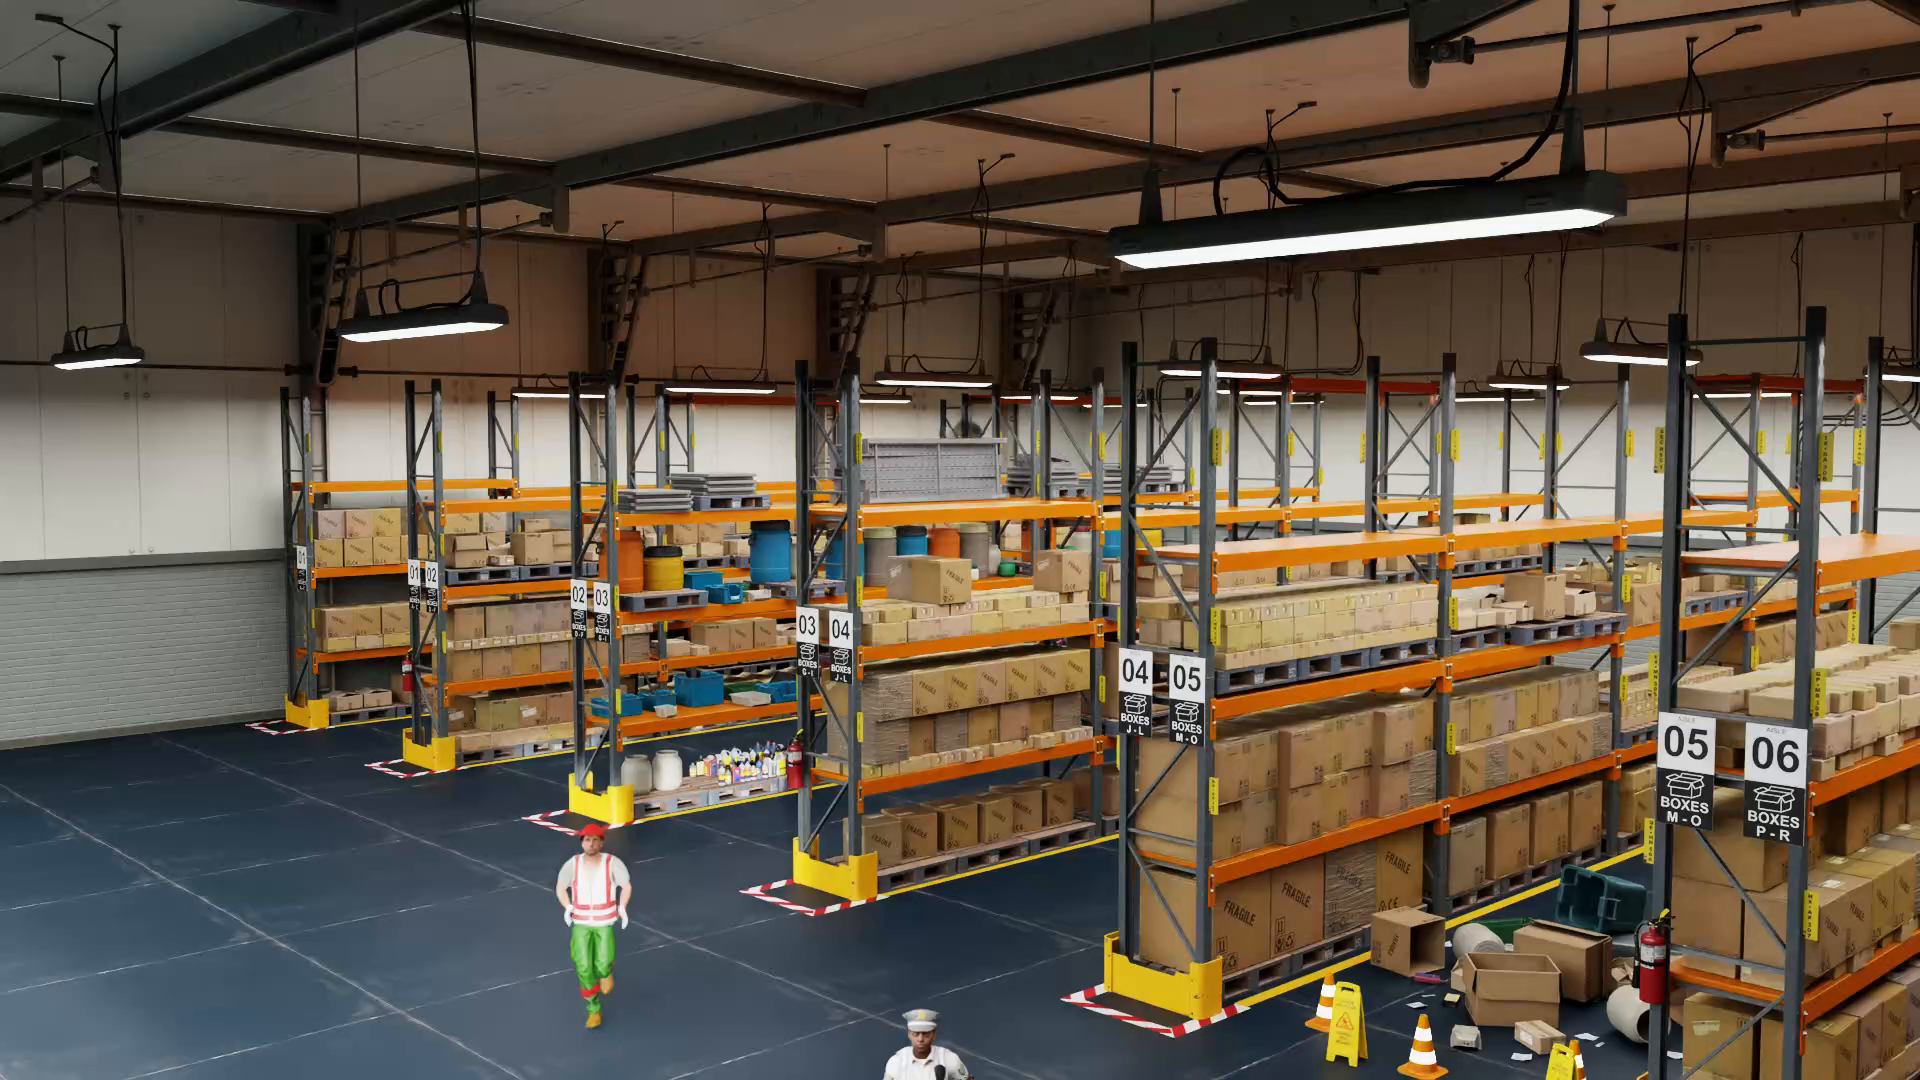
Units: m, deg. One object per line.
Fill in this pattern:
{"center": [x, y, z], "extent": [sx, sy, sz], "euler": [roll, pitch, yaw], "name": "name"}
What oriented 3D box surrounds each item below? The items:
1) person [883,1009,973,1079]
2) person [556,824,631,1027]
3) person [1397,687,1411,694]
{"center": [-0.212, 3.679, 10.145], "extent": [0.558, 1.662, 0.587], "euler": [0, 4, 5], "name": "person"}
{"center": [-3.240, 3.362, 14.691], "extent": [0.656, 1.743, 0.615], "euler": [0, 4, -6], "name": "person"}
{"center": [6.017, 2.861, 22.457], "extent": [0.655, 1.754, 0.746], "euler": [3, 4, 36], "name": "person"}
